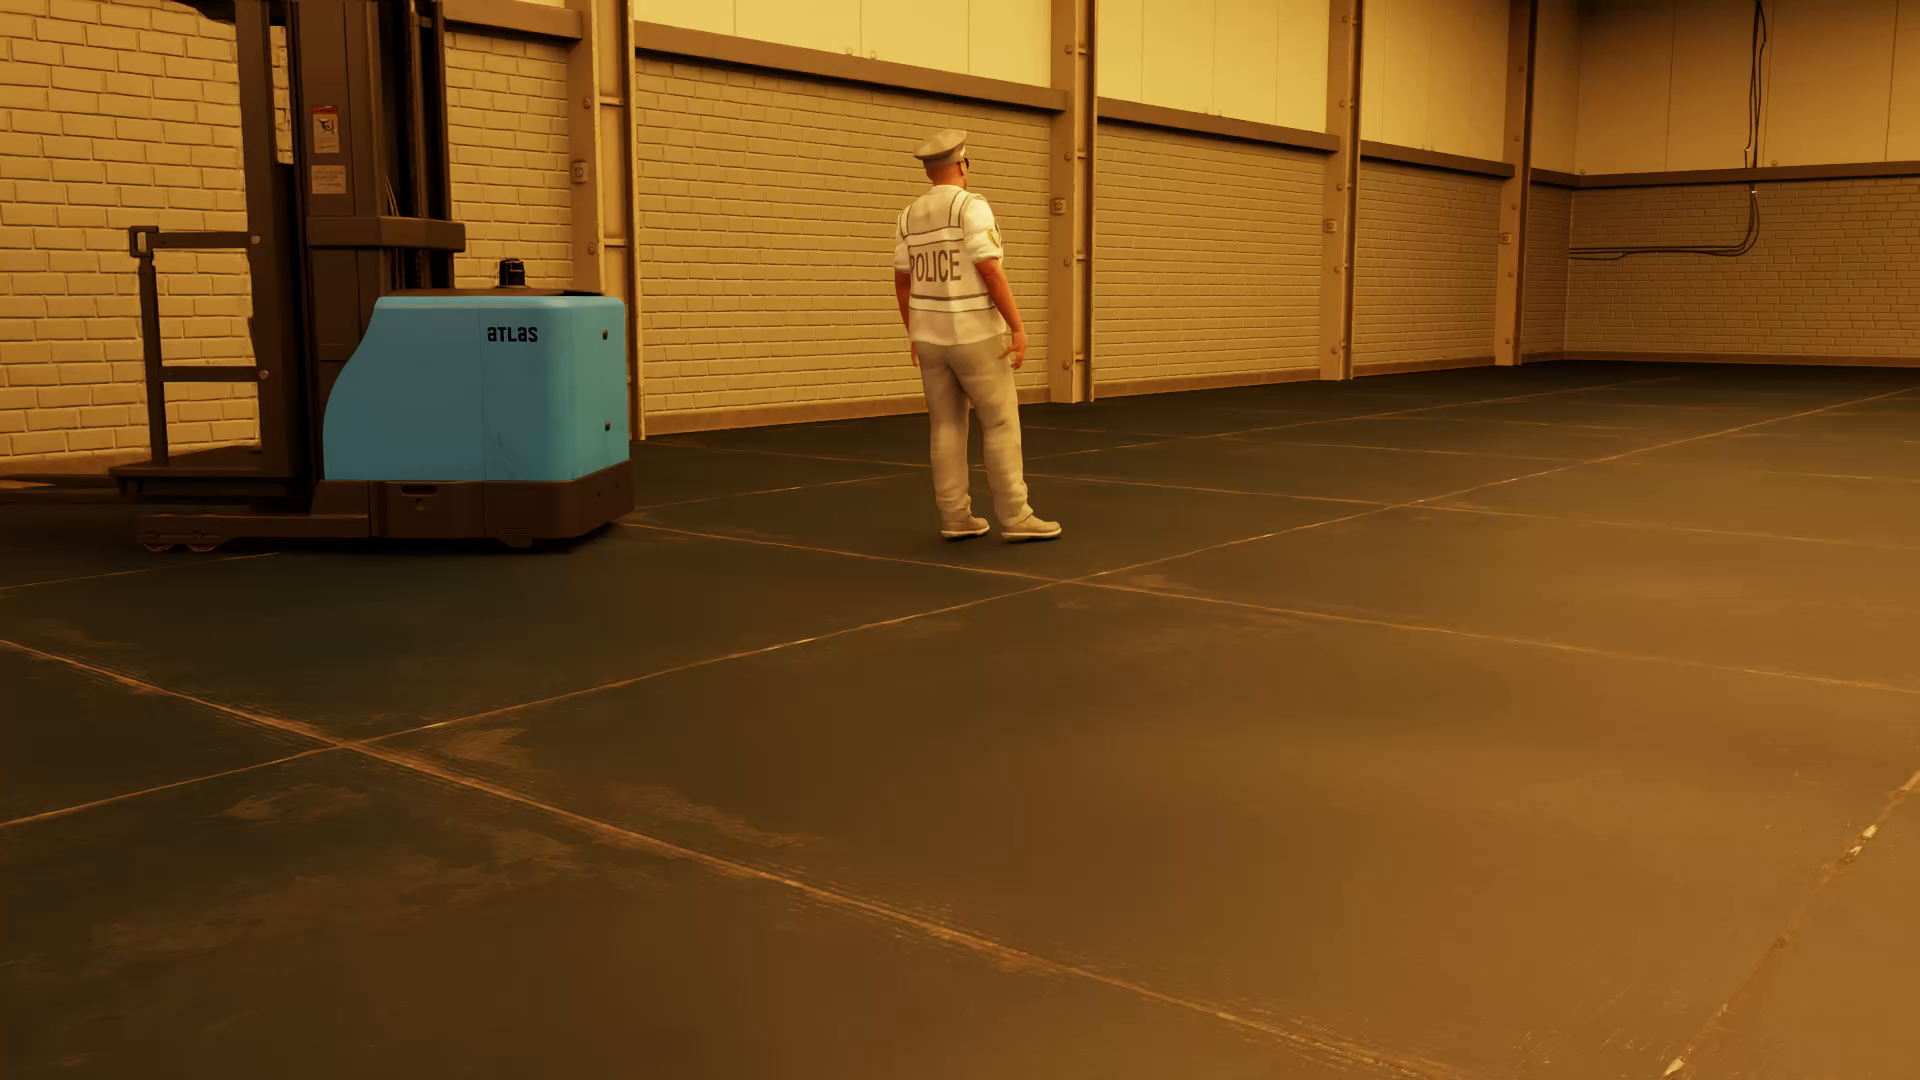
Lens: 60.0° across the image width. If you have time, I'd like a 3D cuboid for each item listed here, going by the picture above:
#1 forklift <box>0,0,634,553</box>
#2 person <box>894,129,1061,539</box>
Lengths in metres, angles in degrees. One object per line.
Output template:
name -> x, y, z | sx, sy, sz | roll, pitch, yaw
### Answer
forklift -> -3.085, -1.473, 7.347 | 3.031, 2.935, 1.130 | 1, 8, 4
person -> 0.058, -0.898, 7.328 | 0.641, 1.781, 0.574 | 7, 11, 38
